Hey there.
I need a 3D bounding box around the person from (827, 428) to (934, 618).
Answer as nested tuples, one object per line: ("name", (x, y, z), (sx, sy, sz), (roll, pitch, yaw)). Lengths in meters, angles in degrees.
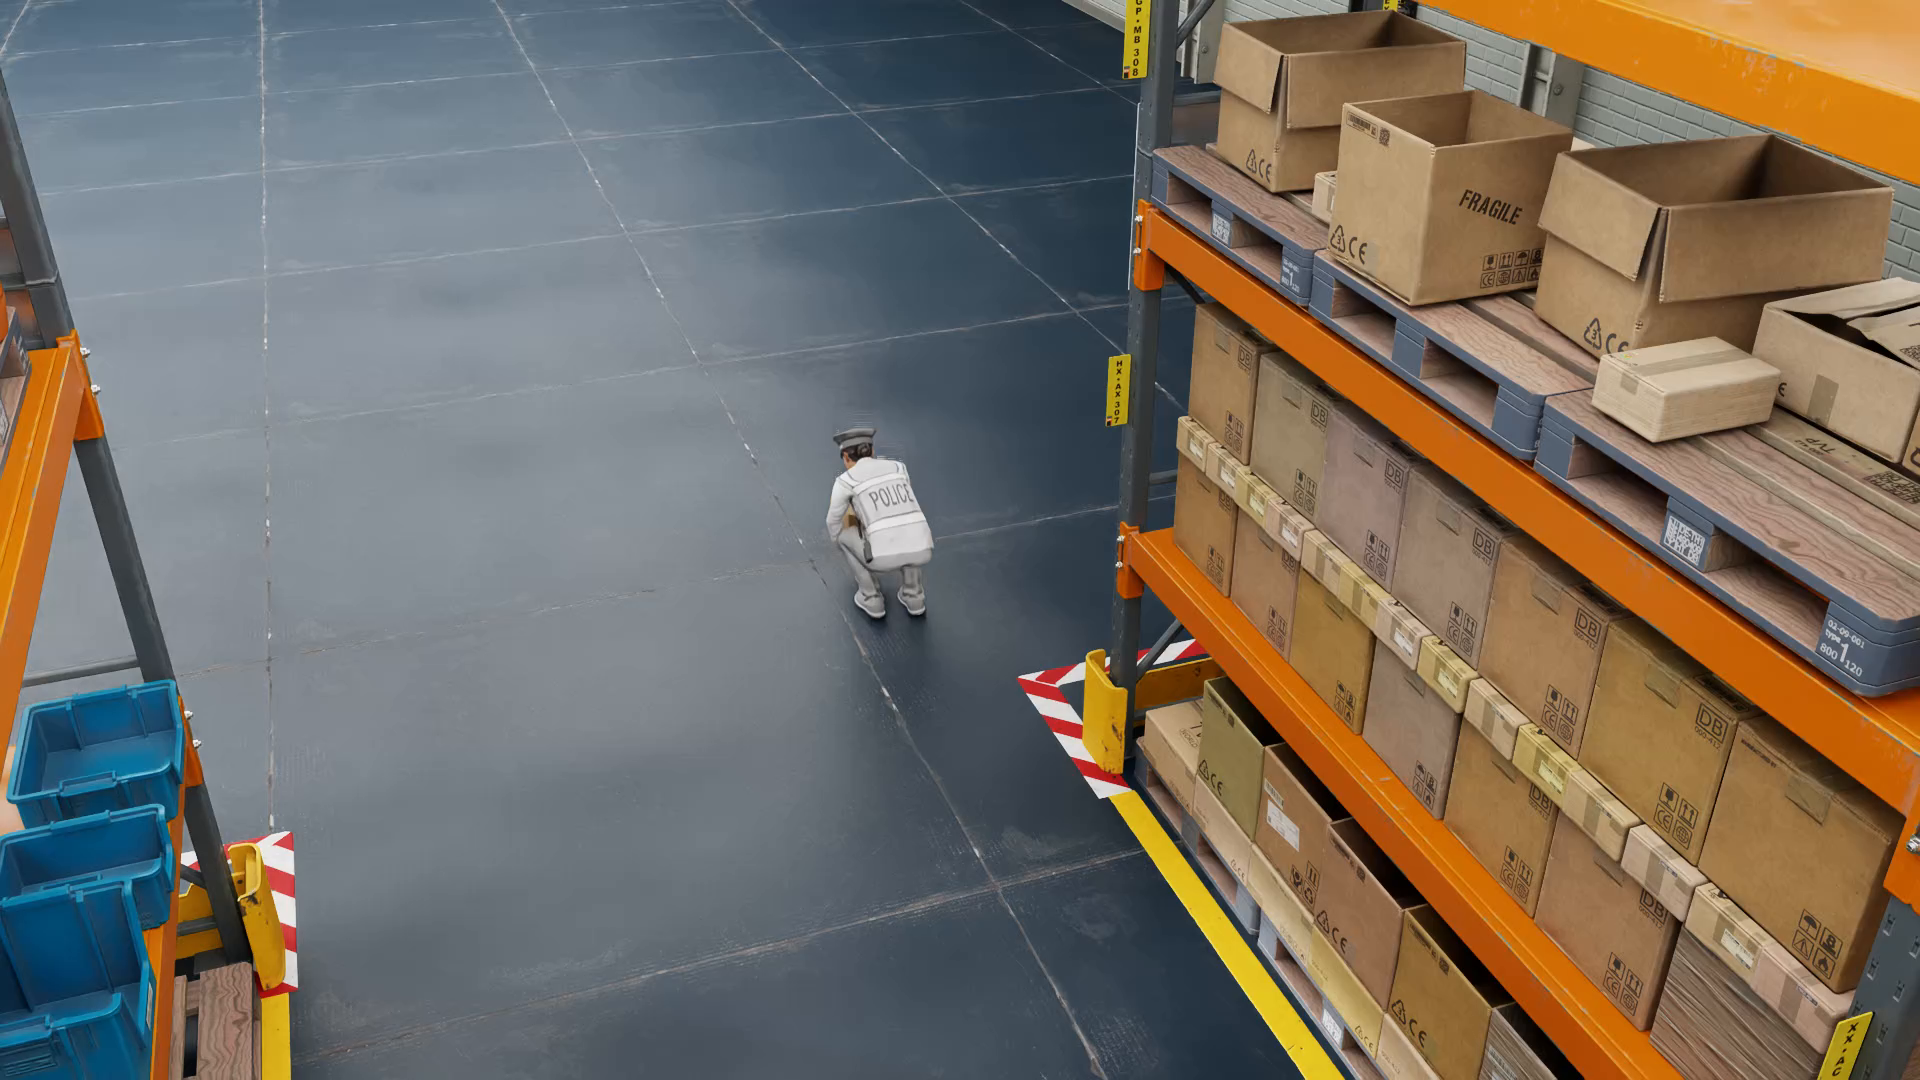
("person", (-0.450, -0.085, 9.172), (0.493, 0.984, 0.815), (-11, 32, -18))
